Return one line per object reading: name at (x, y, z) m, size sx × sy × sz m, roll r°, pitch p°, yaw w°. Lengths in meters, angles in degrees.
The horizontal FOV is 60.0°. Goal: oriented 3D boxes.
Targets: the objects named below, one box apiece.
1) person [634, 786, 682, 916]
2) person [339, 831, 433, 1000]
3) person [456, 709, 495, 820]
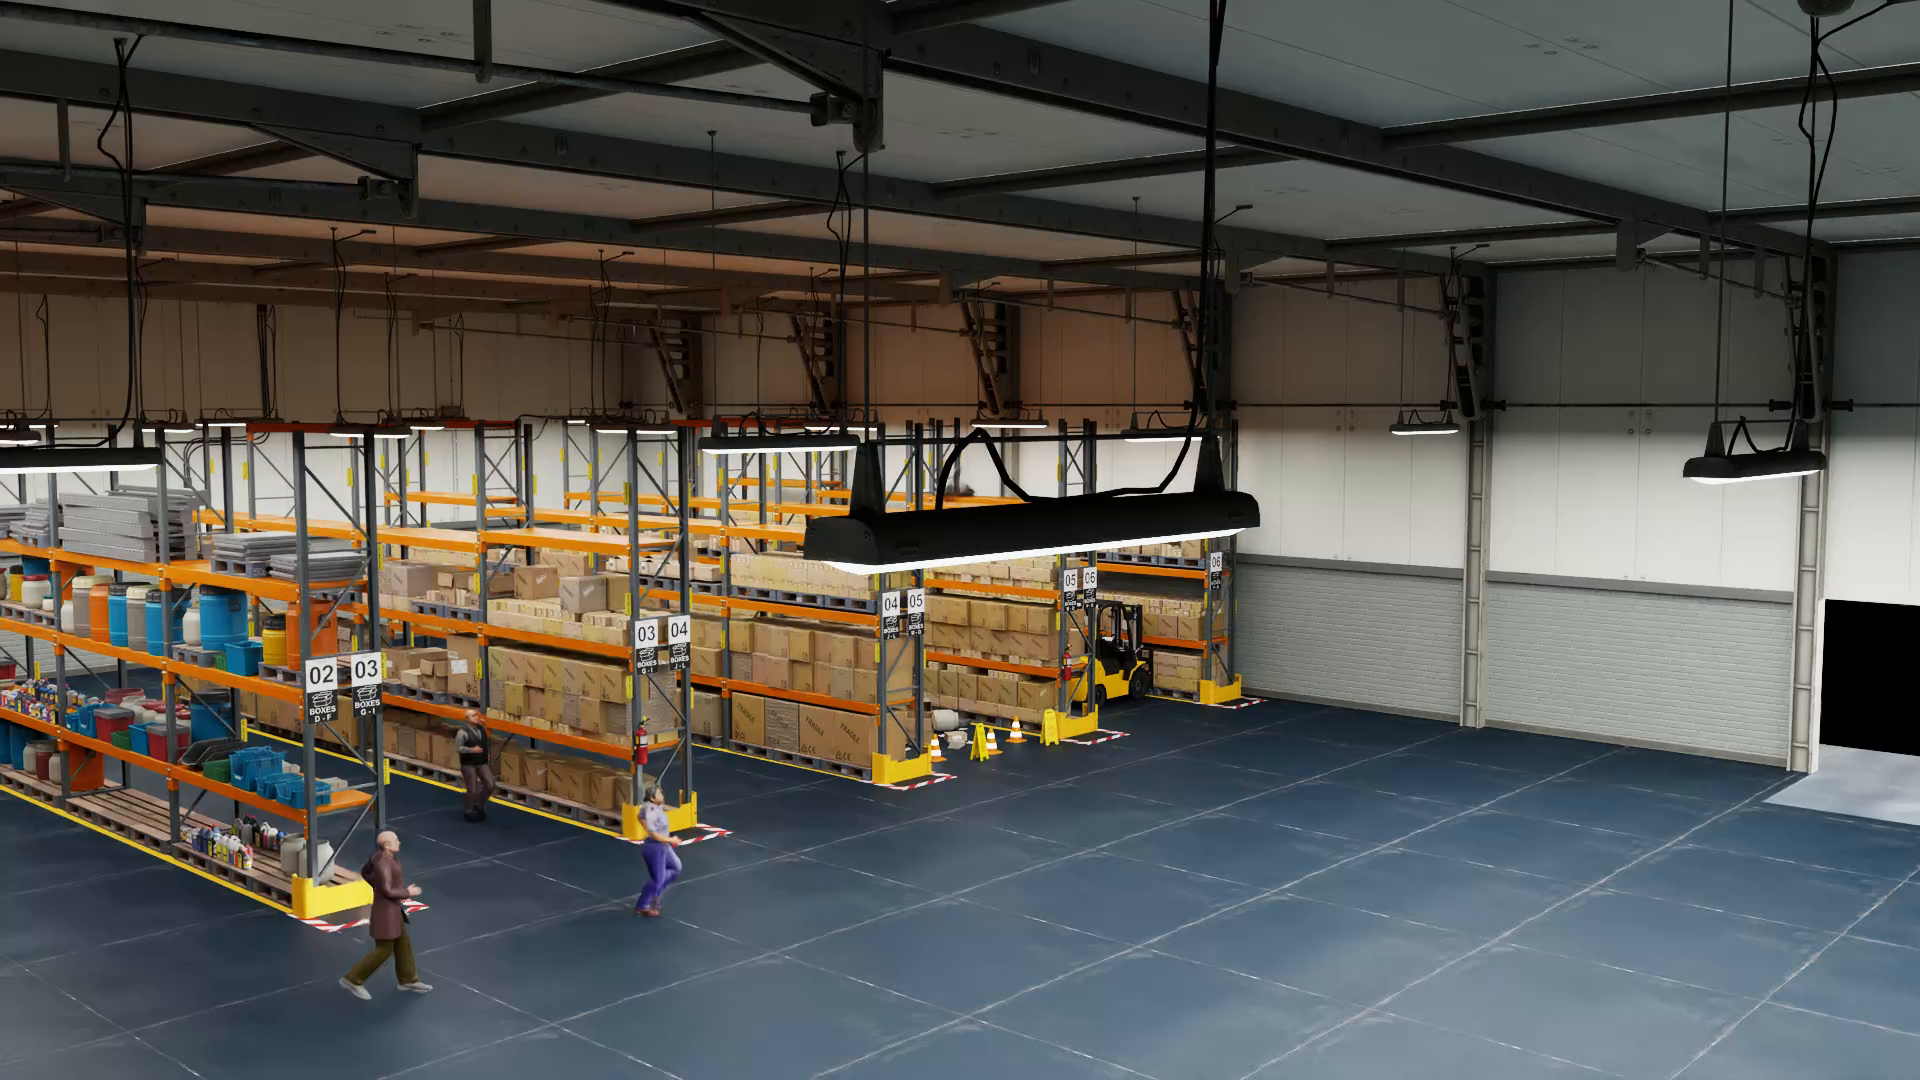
person at (-3.757, 3.843, 20.654) m, size 0.588 × 1.595 × 0.618 m, roll -1°, pitch 5°, yaw -10°
person at (-6.121, 3.989, 17.690) m, size 0.949 × 1.804 × 0.732 m, roll -2°, pitch 5°, yaw -21°
person at (-7.315, 3.423, 25.200) m, size 0.647 × 1.717 × 0.642 m, roll 4°, pitch 6°, yaw 39°
